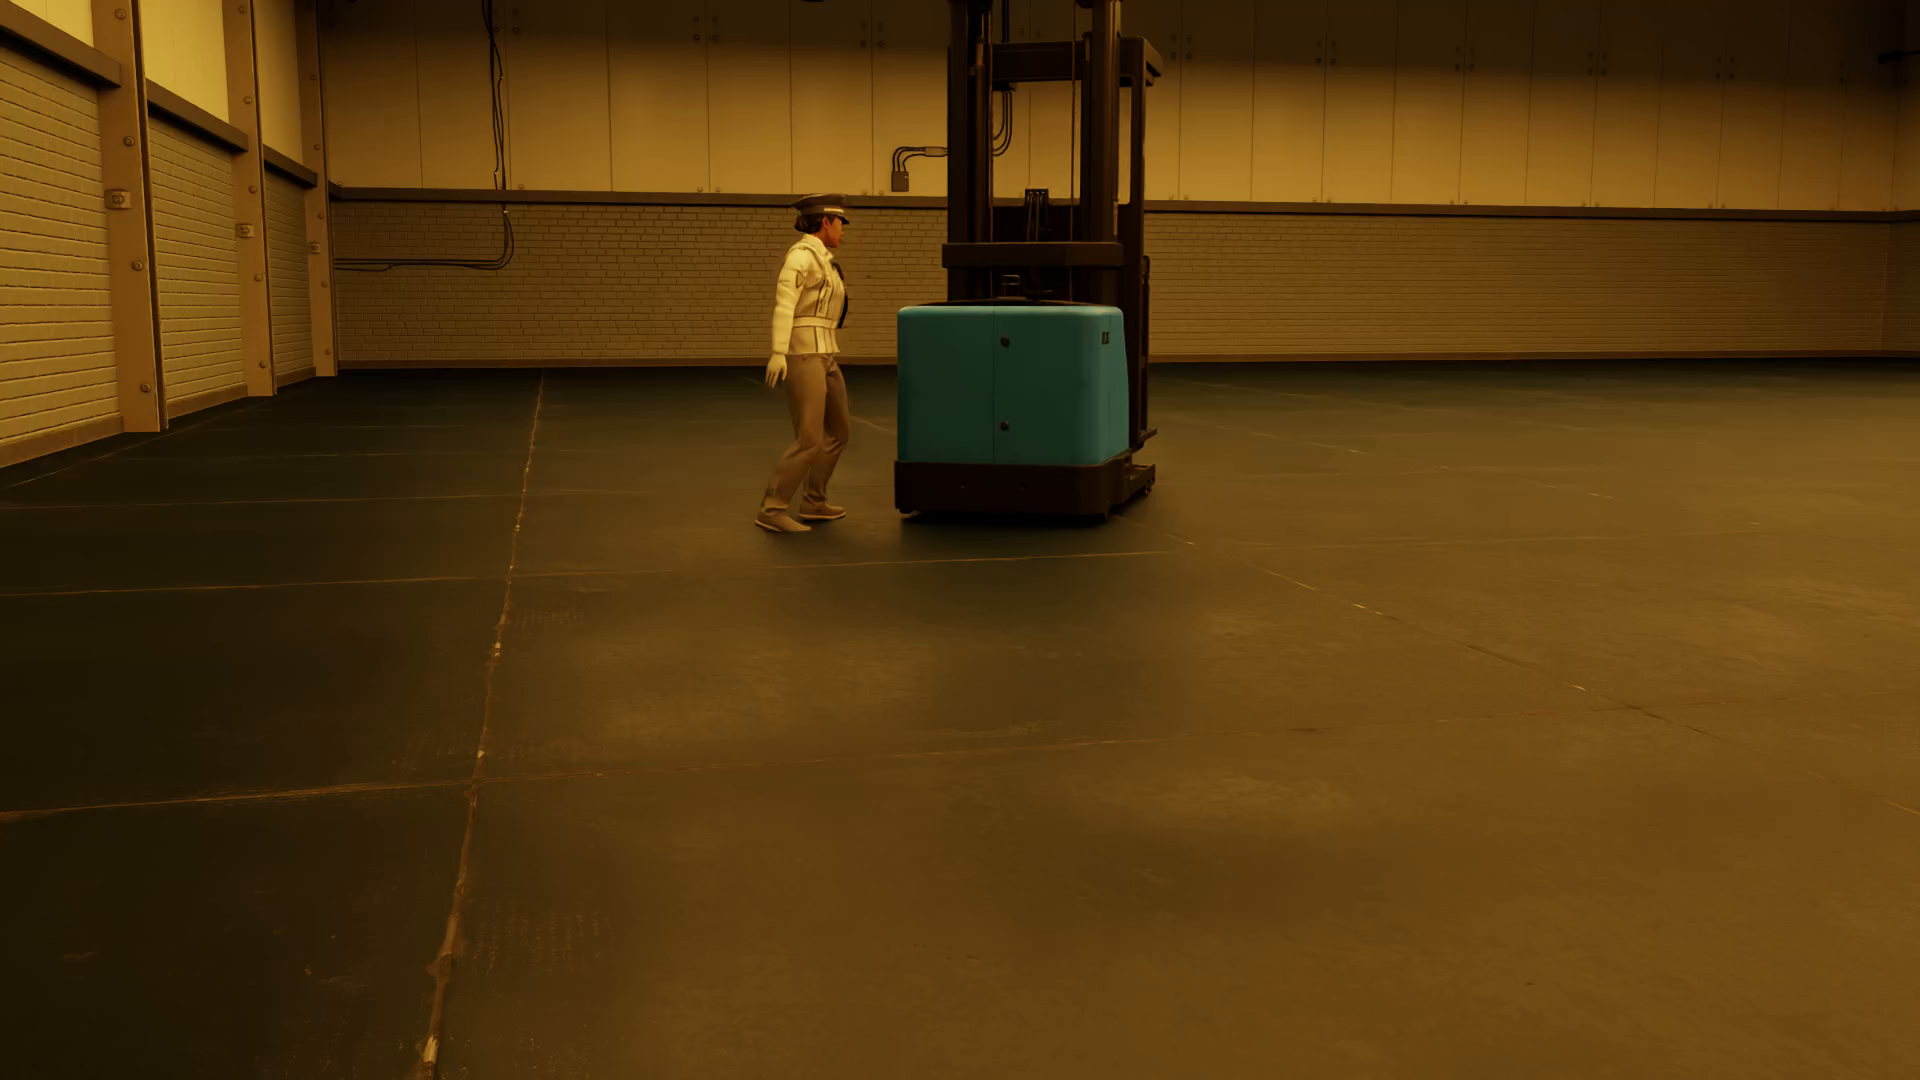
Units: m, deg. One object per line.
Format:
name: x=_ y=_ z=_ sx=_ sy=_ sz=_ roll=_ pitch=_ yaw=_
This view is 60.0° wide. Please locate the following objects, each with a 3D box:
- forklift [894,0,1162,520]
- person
forklift: x=0.528 y=-1.718 z=9.404 sx=1.130 sy=2.935 sz=3.031 roll=2 pitch=8 yaw=14
person: x=-0.762 y=-0.844 z=8.078 sx=0.422 sy=1.636 sz=0.810 roll=1 pitch=8 yaw=10
